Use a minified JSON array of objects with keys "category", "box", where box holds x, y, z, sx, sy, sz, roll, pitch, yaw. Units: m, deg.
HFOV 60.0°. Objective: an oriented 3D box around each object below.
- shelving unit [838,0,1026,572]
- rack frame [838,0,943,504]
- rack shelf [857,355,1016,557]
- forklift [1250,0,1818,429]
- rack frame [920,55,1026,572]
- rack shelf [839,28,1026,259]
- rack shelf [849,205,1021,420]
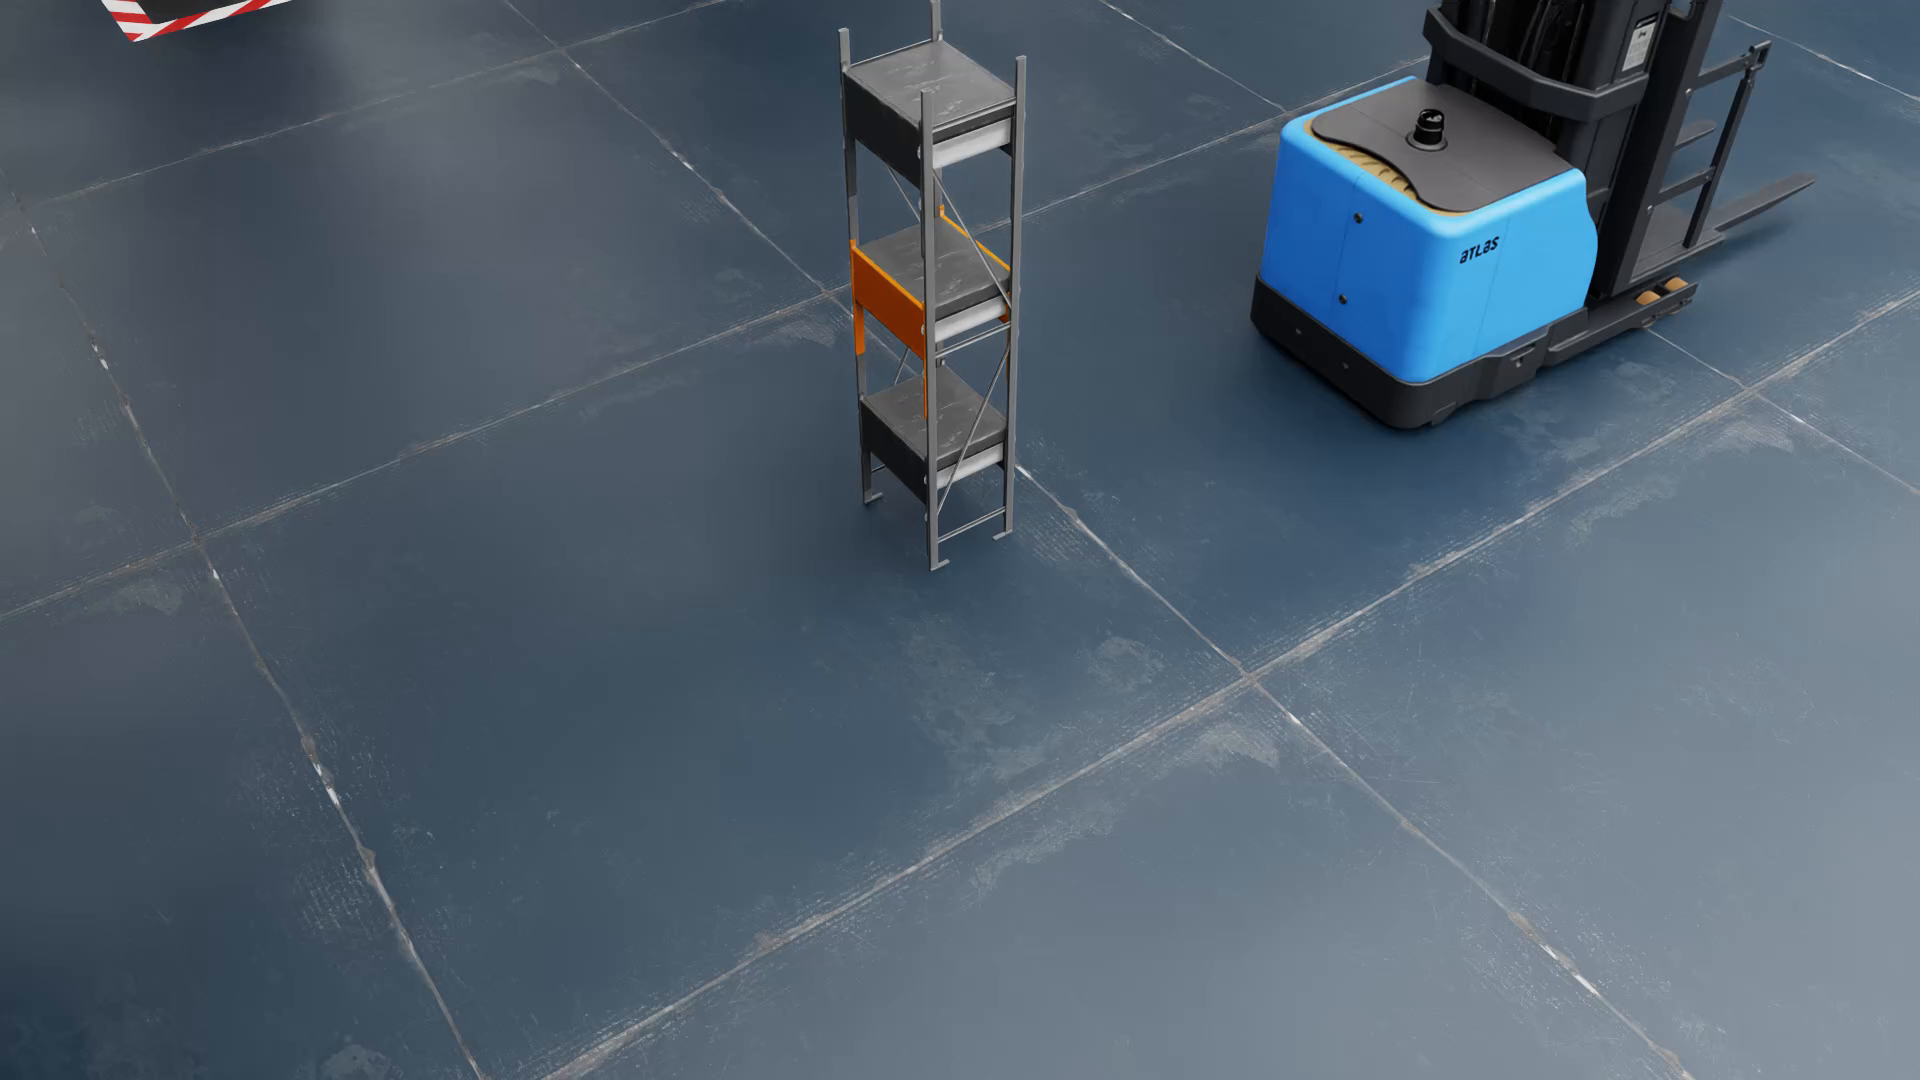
[{"category":"shelving unit","box":[-0.095,-0.853,6.123,0.431,2.100,0.503,-26,49,-24]},{"category":"rack frame","box":[-0.234,-0.991,6.268,0.400,2.100,0.015,-26,49,-24]},{"category":"rack shelf","box":[-0.095,-0.337,6.616,0.431,0.518,0.480,-26,49,-24]},{"category":"forklift","box":[2.860,-2.337,7.075,3.031,2.935,1.130,-25,49,-24]},{"category":"rack frame","box":[0.045,-0.715,5.978,0.400,2.100,0.015,-26,49,-24]},{"category":"rack shelf","box":[-0.095,-1.350,5.649,0.431,0.518,0.480,-26,49,-24]},{"category":"rack shelf","box":[-0.095,-0.843,6.133,0.431,0.518,0.480,-26,49,-24]}]
